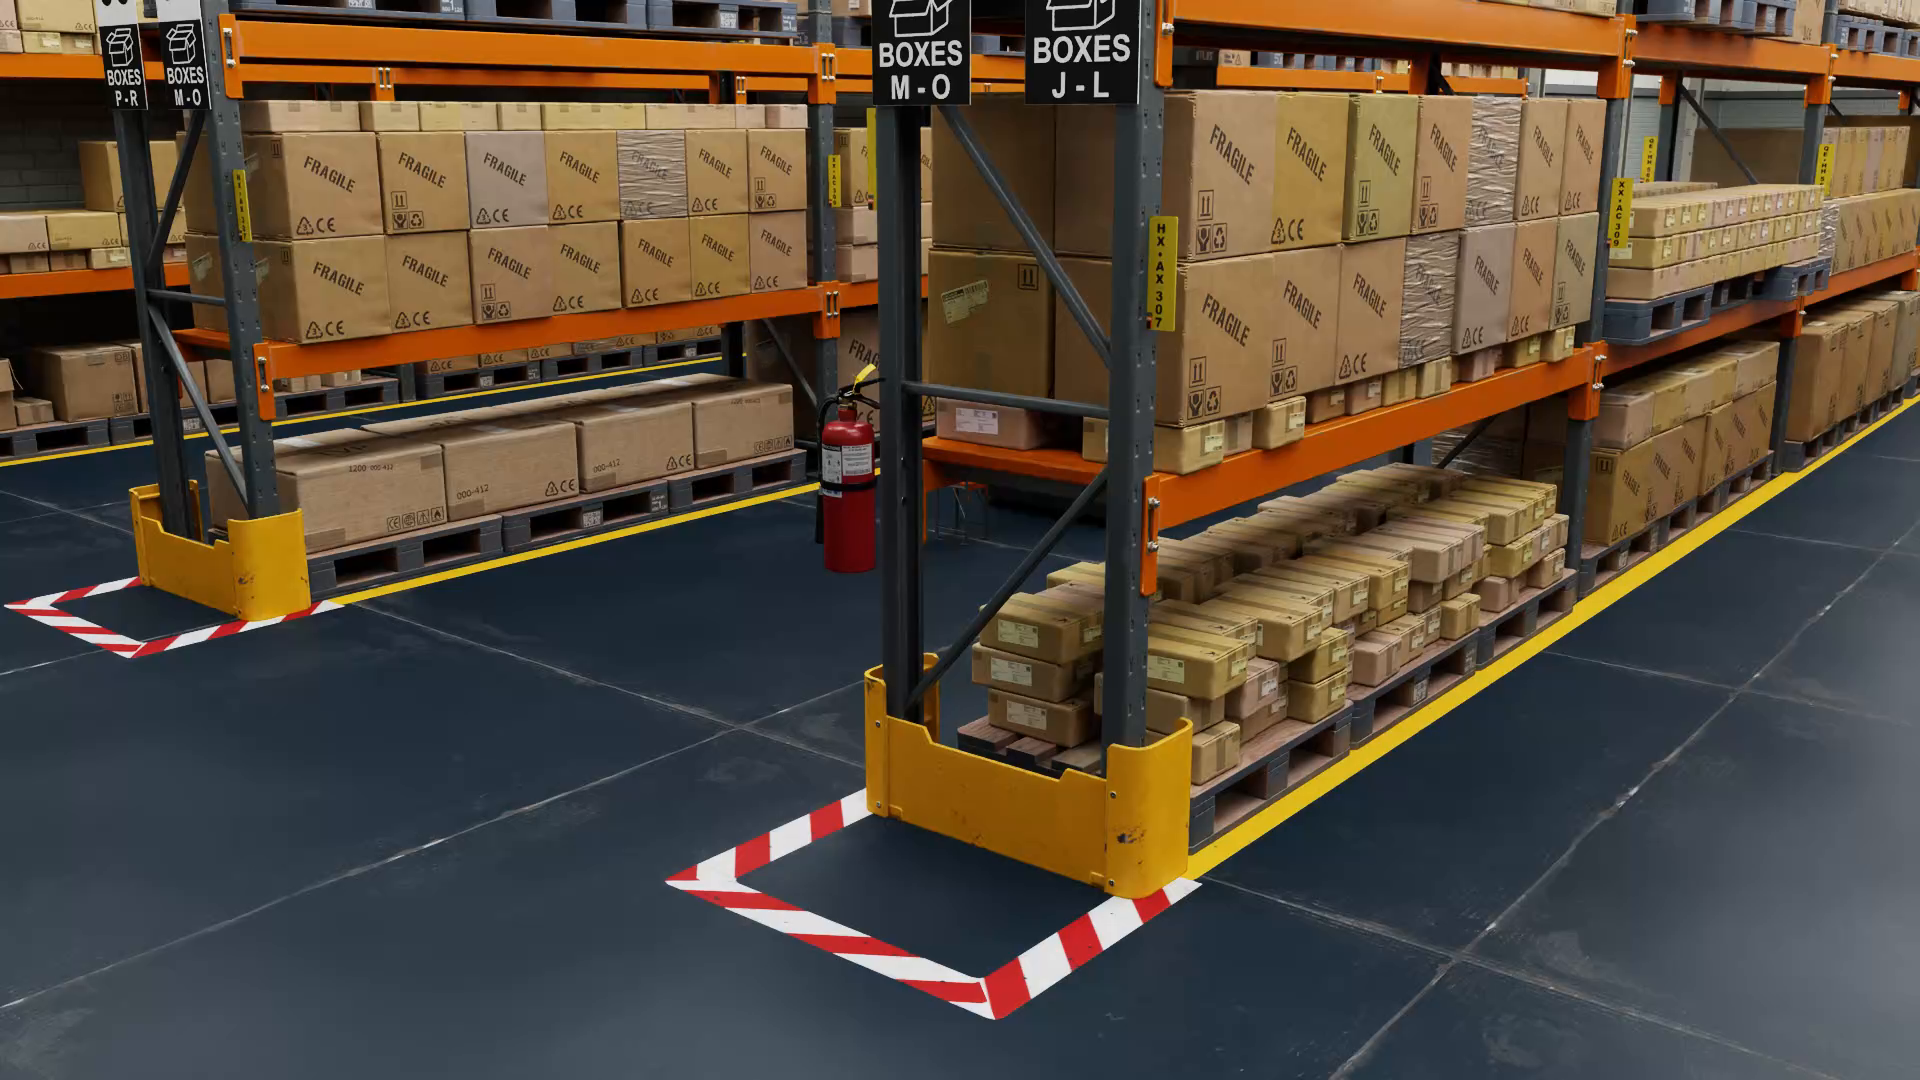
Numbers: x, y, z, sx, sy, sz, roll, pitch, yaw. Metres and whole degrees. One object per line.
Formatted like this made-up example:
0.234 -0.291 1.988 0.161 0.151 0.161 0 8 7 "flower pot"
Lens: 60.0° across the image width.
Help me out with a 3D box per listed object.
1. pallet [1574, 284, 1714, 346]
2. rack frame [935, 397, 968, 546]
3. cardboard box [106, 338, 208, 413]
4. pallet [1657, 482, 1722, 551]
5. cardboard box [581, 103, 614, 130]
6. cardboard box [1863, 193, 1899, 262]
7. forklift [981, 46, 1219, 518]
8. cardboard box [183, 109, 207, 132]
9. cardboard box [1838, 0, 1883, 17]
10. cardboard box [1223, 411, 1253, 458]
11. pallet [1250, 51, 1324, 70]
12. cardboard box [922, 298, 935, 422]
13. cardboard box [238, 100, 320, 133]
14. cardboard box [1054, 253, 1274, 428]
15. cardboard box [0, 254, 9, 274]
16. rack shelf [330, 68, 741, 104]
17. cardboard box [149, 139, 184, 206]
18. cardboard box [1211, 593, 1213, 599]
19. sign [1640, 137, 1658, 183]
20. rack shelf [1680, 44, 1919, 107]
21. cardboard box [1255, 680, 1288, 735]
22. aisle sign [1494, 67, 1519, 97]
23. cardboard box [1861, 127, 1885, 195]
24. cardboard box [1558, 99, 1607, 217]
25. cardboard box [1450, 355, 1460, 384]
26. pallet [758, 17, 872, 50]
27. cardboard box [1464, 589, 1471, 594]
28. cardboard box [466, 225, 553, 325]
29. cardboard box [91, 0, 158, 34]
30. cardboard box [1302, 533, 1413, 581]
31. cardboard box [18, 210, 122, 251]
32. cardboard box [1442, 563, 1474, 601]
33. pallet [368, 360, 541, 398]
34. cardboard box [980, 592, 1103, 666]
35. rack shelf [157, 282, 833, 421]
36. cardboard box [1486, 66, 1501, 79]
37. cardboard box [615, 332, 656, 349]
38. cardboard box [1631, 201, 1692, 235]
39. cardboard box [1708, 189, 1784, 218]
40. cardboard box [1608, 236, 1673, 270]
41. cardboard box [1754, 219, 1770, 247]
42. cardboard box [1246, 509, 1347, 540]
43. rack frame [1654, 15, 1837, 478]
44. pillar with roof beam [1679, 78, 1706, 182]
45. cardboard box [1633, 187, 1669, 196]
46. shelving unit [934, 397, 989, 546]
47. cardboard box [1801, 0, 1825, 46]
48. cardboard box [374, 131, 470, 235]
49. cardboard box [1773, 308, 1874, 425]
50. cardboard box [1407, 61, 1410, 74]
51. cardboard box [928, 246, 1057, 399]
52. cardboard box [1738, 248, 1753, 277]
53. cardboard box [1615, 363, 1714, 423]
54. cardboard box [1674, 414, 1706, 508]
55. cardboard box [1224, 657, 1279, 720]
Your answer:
3.265 -1.229 8.757 1.003 0.211 1.213 11 18 38 "pallet"
-0.048 -0.567 9.417 0.240 1.200 0.006 11 18 38 "rack frame"
-6.184 -1.284 12.808 0.500 0.500 0.500 12 18 39 "cardboard box"
3.926 -0.230 10.101 1.003 0.211 1.213 11 18 38 "pallet"
-2.184 -2.399 9.424 0.380 0.149 0.250 11 18 38 "cardboard box"
6.944 -2.444 12.946 0.500 0.500 0.500 11 18 38 "cardboard box"
1.479 -1.837 10.901 1.130 2.935 3.031 12 19 40 "forklift"
-3.687 -2.126 8.347 0.380 0.149 0.250 12 18 38 "cardboard box"
6.126 -3.798 11.636 0.500 0.250 0.500 12 18 39 "cardboard box"
0.744 -0.377 5.523 0.380 0.149 0.250 12 19 40 "cardboard box"
2.665 -4.539 15.686 1.213 0.211 1.003 11 18 38 "pallet"
-0.353 -1.424 12.597 0.875 0.875 0.875 12 19 39 "cardboard box"
-3.318 -2.051 8.053 0.380 0.149 0.250 12 18 39 "cardboard box"
0.654 -0.668 5.352 0.500 0.500 0.500 12 19 40 "cardboard box"
-6.938 -1.956 11.741 0.380 0.149 0.250 11 18 37 "cardboard box"
-3.849 -4.200 15.433 1.077 0.370 4.000 11 18 38 "rack shelf"
-6.248 -2.903 13.135 0.500 0.500 0.500 11 18 36 "cardboard box"
0.908 0.256 6.856 0.380 0.149 0.250 12 18 38 "cardboard box"
4.751 -2.610 11.455 0.100 0.325 0.005 11 18 38 "sign"
6.442 -3.452 12.488 1.077 0.370 4.000 11 18 38 "rack shelf"
0.987 0.584 6.168 0.380 0.149 0.250 12 18 38 "cardboard box"
6.564 -5.470 19.781 0.394 0.787 0.004 11 18 38 "aisle sign"
6.752 -2.971 12.994 0.700 0.500 0.500 11 18 38 "cardboard box"
2.586 -1.743 7.555 0.500 0.500 0.500 10 18 36 "cardboard box"
1.852 -0.734 6.932 0.380 0.149 0.250 11 18 37 "cardboard box"
-0.705 -3.489 11.561 0.805 0.209 1.217 10 18 35 "pallet"
2.085 0.237 7.534 0.380 0.149 0.250 11 18 36 "cardboard box"
-2.602 -1.470 9.115 0.500 0.500 0.500 11 18 37 "cardboard box"
-6.186 -3.813 12.149 0.500 0.250 0.500 11 18 37 "cardboard box"
1.646 0.092 6.897 0.380 0.149 0.250 11 18 38 "cardboard box"
-6.492 -2.257 12.115 0.500 0.250 0.500 11 18 36 "cardboard box"
2.027 0.138 7.320 0.380 0.149 0.250 12 18 39 "cardboard box"
-4.624 -1.522 15.186 1.003 0.211 1.213 11 18 38 "pallet"
0.293 0.317 6.010 0.380 0.149 0.250 12 18 38 "cardboard box"
-2.499 -1.213 9.766 1.077 0.370 4.000 11 18 38 "rack shelf"
5.969 -5.365 19.067 0.380 0.149 0.250 12 19 39 "cardboard box"
-3.340 -2.161 16.261 0.500 0.500 0.500 12 19 40 "cardboard box"
3.447 -1.627 8.383 0.380 0.149 0.250 12 18 39 "cardboard box"
4.589 -1.974 9.752 0.380 0.149 0.250 11 18 38 "cardboard box"
3.277 -1.428 8.205 0.380 0.149 0.250 12 18 38 "cardboard box"
4.420 -1.777 9.581 0.380 0.149 0.250 12 18 39 "cardboard box"
1.477 -0.020 7.338 0.380 0.149 0.250 10 18 35 "cardboard box"
5.185 -1.964 11.261 1.000 3.000 0.127 11 18 38 "rack frame"
23.502 -13.003 42.531 9.100 9.000 0.400 11 18 38 "pillar with roof beam"
4.084 -2.075 10.146 0.380 0.149 0.250 12 19 40 "cardboard box"
0.009 -0.584 9.486 0.258 1.200 0.189 11 18 38 "shelving unit"
5.024 -3.318 10.295 0.500 0.500 0.500 11 18 38 "cardboard box"
-2.914 -1.859 8.616 0.500 0.500 0.500 11 18 36 "cardboard box"
6.185 -1.348 12.552 1.050 0.750 0.750 12 18 38 "cardboard box"
4.638 -4.978 17.545 0.380 0.149 0.250 12 19 39 "cardboard box"
0.239 -0.750 5.677 0.500 0.500 0.500 12 18 39 "cardboard box"
4.254 -1.583 9.418 0.380 0.149 0.250 10 17 35 "cardboard box"
3.998 -0.853 9.591 0.500 0.250 0.500 12 19 40 "cardboard box"
3.992 -0.494 9.701 0.500 0.500 0.500 12 18 38 "cardboard box"
0.902 0.498 5.904 0.380 0.149 0.250 11 18 37 "cardboard box"
